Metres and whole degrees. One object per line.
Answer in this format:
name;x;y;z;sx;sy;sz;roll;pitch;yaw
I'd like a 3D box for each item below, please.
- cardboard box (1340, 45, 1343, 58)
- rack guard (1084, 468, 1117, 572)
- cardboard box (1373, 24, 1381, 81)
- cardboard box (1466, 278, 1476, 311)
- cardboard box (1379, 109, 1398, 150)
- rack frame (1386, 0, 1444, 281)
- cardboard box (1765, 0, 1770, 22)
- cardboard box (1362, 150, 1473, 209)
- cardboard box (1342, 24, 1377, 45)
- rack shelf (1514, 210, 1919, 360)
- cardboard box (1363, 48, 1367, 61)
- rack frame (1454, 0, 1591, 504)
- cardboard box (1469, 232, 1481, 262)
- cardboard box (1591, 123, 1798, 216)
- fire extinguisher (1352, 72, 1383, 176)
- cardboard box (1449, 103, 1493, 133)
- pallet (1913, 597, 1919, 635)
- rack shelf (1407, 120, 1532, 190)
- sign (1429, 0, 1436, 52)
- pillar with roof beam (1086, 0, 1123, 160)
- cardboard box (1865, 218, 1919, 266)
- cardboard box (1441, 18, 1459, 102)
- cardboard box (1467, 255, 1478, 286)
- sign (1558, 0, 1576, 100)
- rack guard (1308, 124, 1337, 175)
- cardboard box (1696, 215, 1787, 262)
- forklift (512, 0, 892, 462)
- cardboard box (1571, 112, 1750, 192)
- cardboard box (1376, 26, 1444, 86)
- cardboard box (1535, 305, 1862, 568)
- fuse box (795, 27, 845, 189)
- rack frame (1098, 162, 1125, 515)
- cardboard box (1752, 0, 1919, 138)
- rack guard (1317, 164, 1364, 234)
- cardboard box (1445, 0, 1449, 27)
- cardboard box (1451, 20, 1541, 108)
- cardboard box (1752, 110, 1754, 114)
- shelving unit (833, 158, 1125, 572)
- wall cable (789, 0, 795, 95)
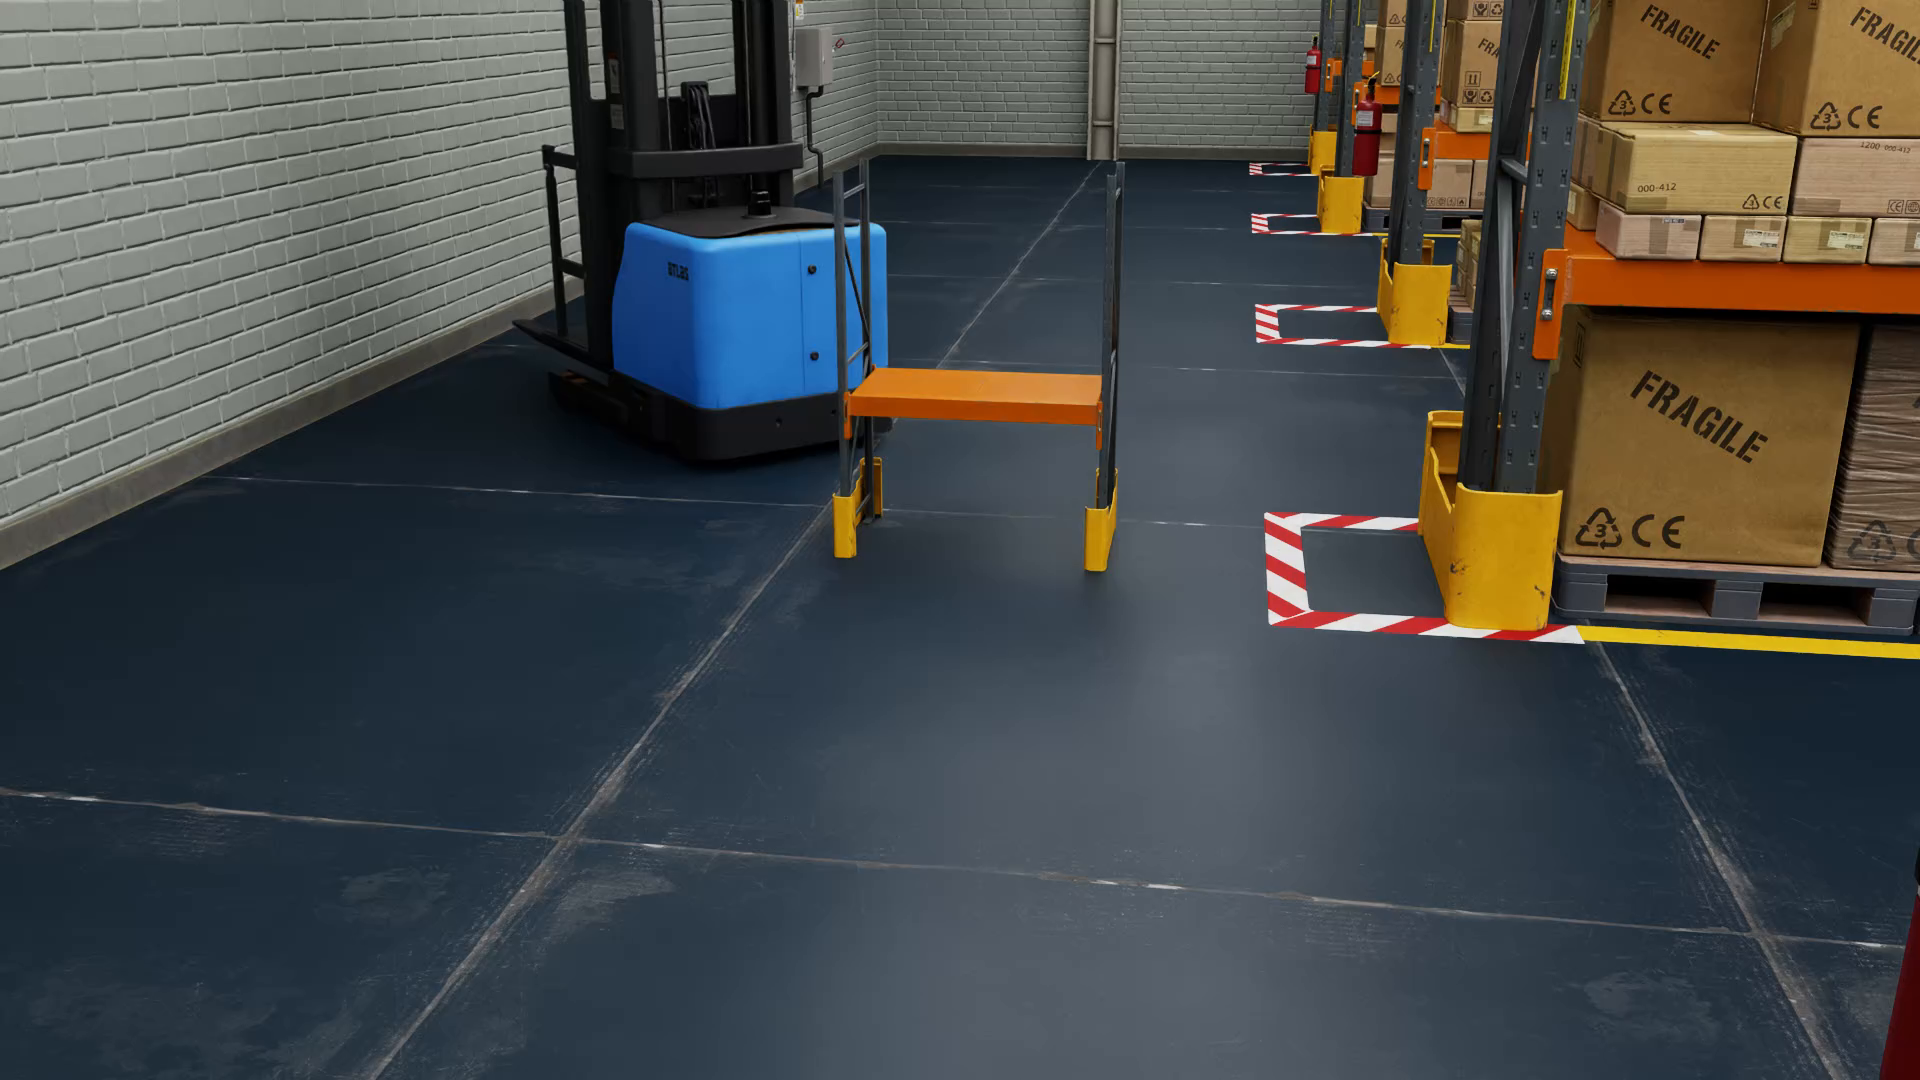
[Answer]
cardboard box;4.739;-5.896;20.092;0.250;0.149;0.380;3;19;8
rack guard;0.567;-0.090;6.677;0.087;0.250;0.587;3;19;9
cardboard box;4.104;-4.498;15.362;0.500;0.500;0.500;3;19;9
cardboard box;3.367;-1.557;10.560;0.250;0.149;0.380;3;19;10
cardboard box;4.958;-4.902;20.000;0.637;0.503;0.797;2;19;6
rack frame;2.900;-2.836;10.553;0.127;3.000;1.000;3;19;9
cardboard box;4.814;-3.312;9.773;0.500;0.500;0.500;2;19;7
cardboard box;4.253;-3.375;15.537;0.875;0.438;0.875;2;19;7
cardboard box;4.865;-6.077;20.007;0.500;0.250;0.500;3;19;10
rack shelf;3.988;-0.846;5.737;4.000;0.370;1.077;3;19;9
cardboard box;4.650;-5.726;19.585;0.250;0.149;0.380;3;19;8
rack frame;2.014;-1.288;5.924;0.127;3.000;1.000;3;19;9
cardboard box;3.364;-1.833;10.447;0.250;0.149;0.380;2;19;6
cardboard box;2.445;-1.249;5.576;0.500;0.250;0.500;2;19;7
fire extinguisher;2.725;-2.780;11.094;0.183;0.674;0.296;3;19;9
cardboard box;3.168;-2.598;10.237;0.250;0.149;0.380;3;19;8
pallet;4.017;0.113;6.134;1.213;0.211;1.003;3;19;9
rack shelf;4.875;-2.395;10.366;4.000;0.370;1.077;3;19;9
sign;2.814;-3.077;9.908;0.005;0.325;0.100;3;19;9
pillar with roof beam;1.167;-7.862;16.118;0.400;9.000;9.100;3;19;9
cardboard box;3.076;-1.009;5.488;0.250;0.149;0.380;3;19;8
cardboard box;3.385;-3.083;10.663;0.500;0.500;0.500;3;19;10
cardboard box;3.377;-1.718;10.572;0.250;0.149;0.380;4;19;11
sign;1.920;-1.562;5.255;0.005;0.325;0.100;3;19;9
rack guard;4.444;-4.758;20.236;0.348;0.500;1.175;3;19;9
cardboard box;2.565;-1.035;5.564;0.250;0.149;0.380;3;19;8
forklift;-1.580;-2.167;8.660;1.130;2.935;3.031;-12;22;-32
cardboard box;2.534;-1.416;6.076;0.500;0.250;0.500;3;19;8
cardboard box;4.014;-4.326;14.846;0.500;0.500;0.500;3;19;8
cardboard box;2.658;-0.472;6.173;0.875;0.875;0.875;3;19;9
fuse box;-1.508;-4.709;18.179;0.414;1.711;0.539;3;19;9
rack frame;0.586;-0.681;6.476;0.032;1.500;0.500;3;19;9
cardboard box;2.938;-1.579;5.381;0.500;0.500;0.500;2;19;7
rack guard;3.562;-3.208;15.603;0.348;0.500;1.175;3;19;9
cardboard box;4.526;-4.777;14.618;0.500;0.500;0.500;2;19;7
cardboard box;3.300;-2.916;10.164;0.500;0.500;0.500;4;19;11
cardboard box;4.716;-2.536;10.050;0.250;0.149;0.380;4;19;11
shelving unit;0.075;-0.707;6.554;1.083;1.500;0.587;3;19;9
wall cable;-1.772;-5.595;17.198;0.122;1.984;0.588;3;19;9
